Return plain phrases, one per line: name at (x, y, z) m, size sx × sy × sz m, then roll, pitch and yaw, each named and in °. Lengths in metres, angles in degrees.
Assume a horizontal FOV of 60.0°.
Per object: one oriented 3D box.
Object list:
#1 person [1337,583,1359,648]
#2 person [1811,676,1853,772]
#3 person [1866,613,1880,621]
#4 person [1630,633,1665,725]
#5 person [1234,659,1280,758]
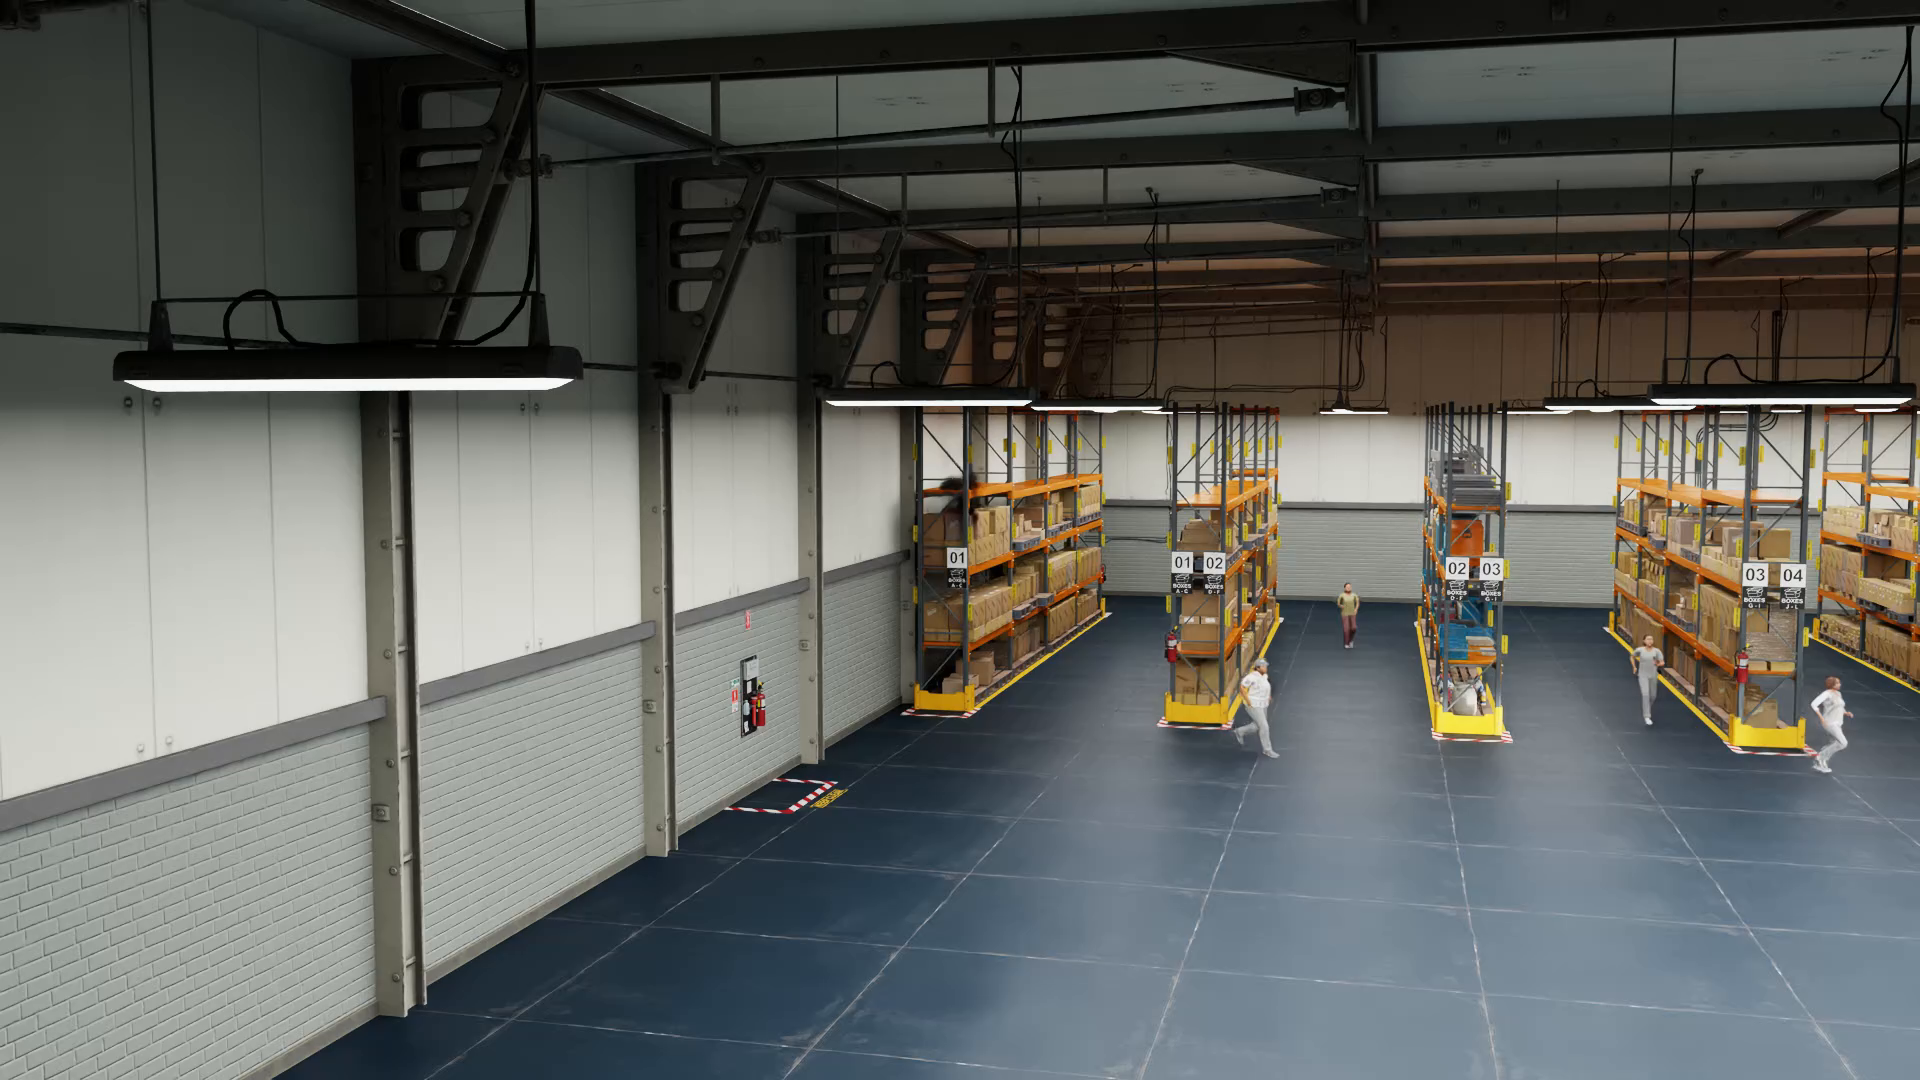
person at (9.581, 1.866, 40.969) m, size 0.567 × 1.628 × 0.563 m, roll 0°, pitch 4°, yaw 5°
person at (14.003, 2.964, 26.660) m, size 0.515 × 1.564 × 0.587 m, roll -3°, pitch 5°, yaw -39°
person at (24.133, 1.612, 44.082) m, size 0.597 × 1.748 × 0.703 m, roll 1°, pitch 4°, yaw 11°
person at (12.871, 2.566, 31.126) m, size 0.566 × 1.652 × 0.970 m, roll 1°, pitch 4°, yaw 9°
person at (5.015, 2.829, 28.225) m, size 0.902 × 1.662 × 0.630 m, roll 4°, pitch 6°, yaw 42°
